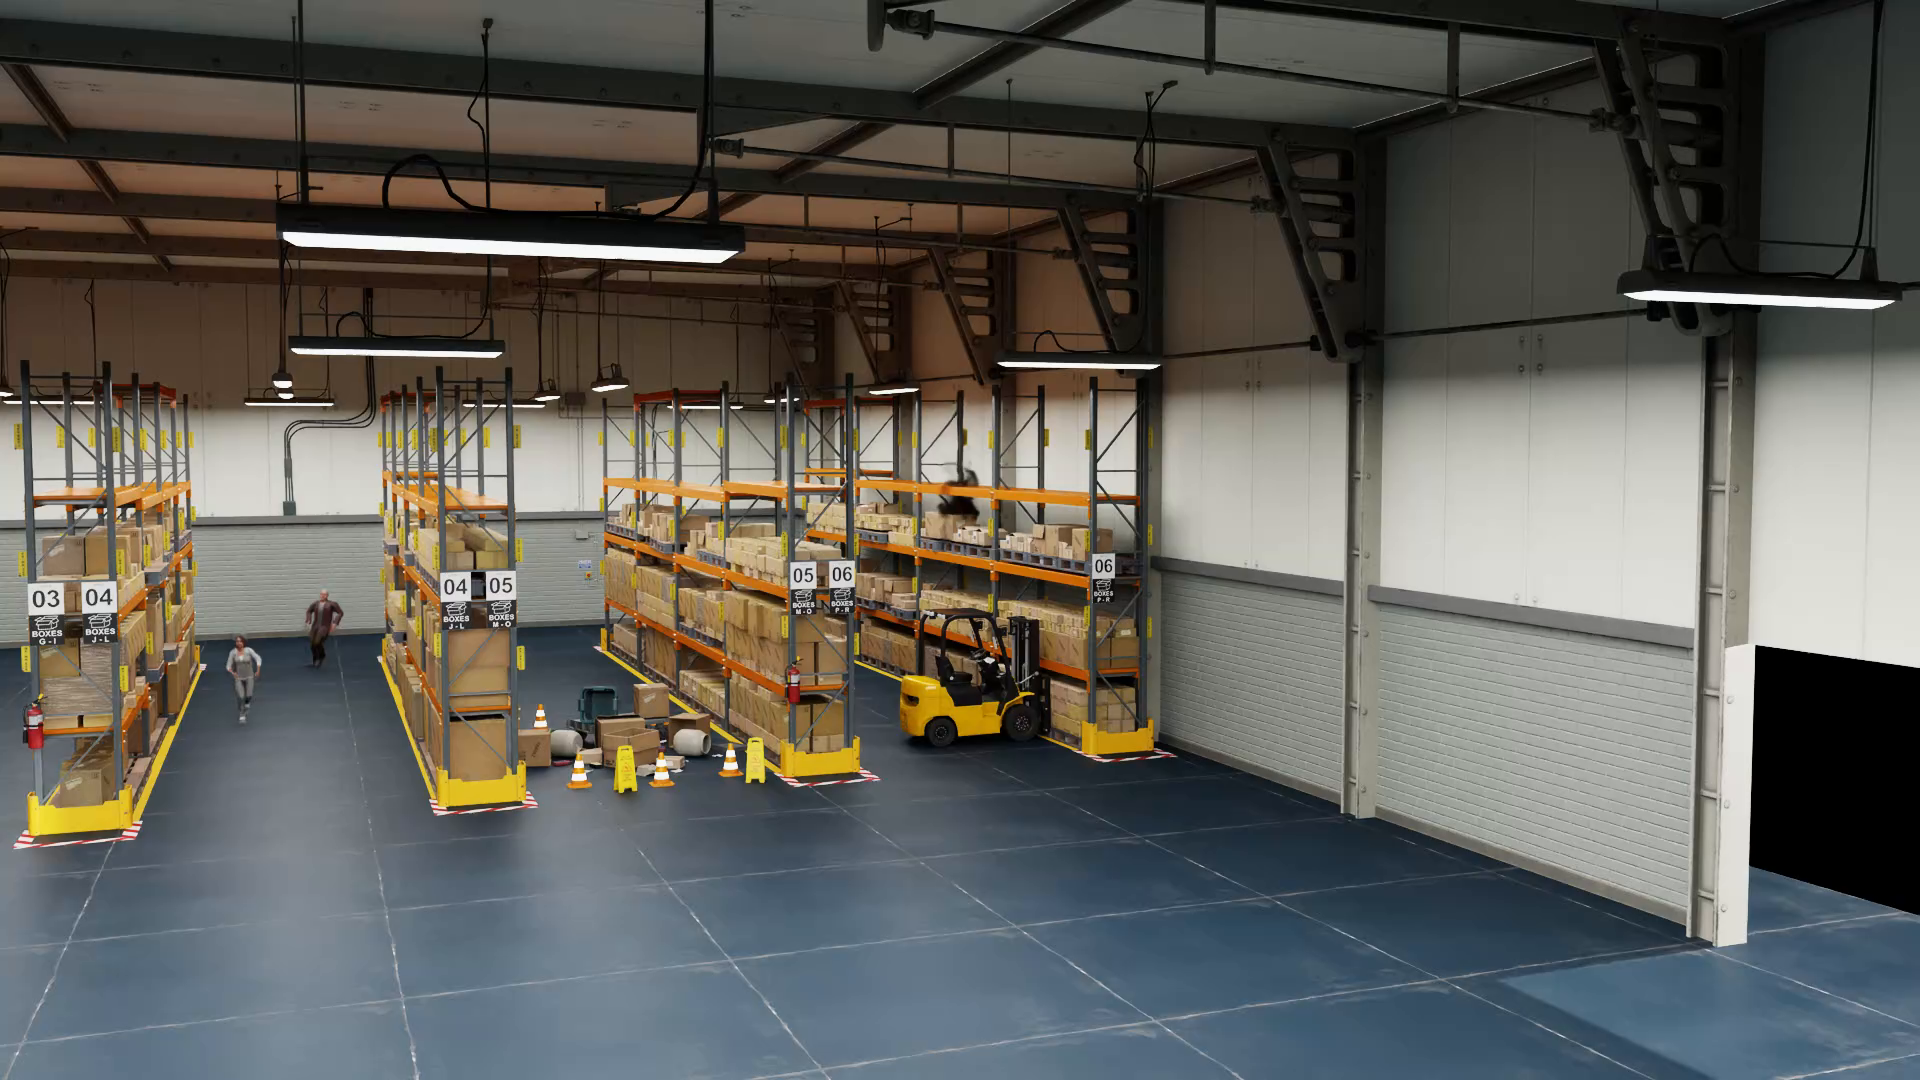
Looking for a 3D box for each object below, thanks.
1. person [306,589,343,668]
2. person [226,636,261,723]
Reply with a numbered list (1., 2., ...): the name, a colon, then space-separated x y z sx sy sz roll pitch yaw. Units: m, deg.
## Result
1. person: -14.010 1.939 36.502 0.765 1.719 0.633 0 3 8
2. person: -12.664 2.465 29.406 0.570 1.561 0.603 -1 4 -20
